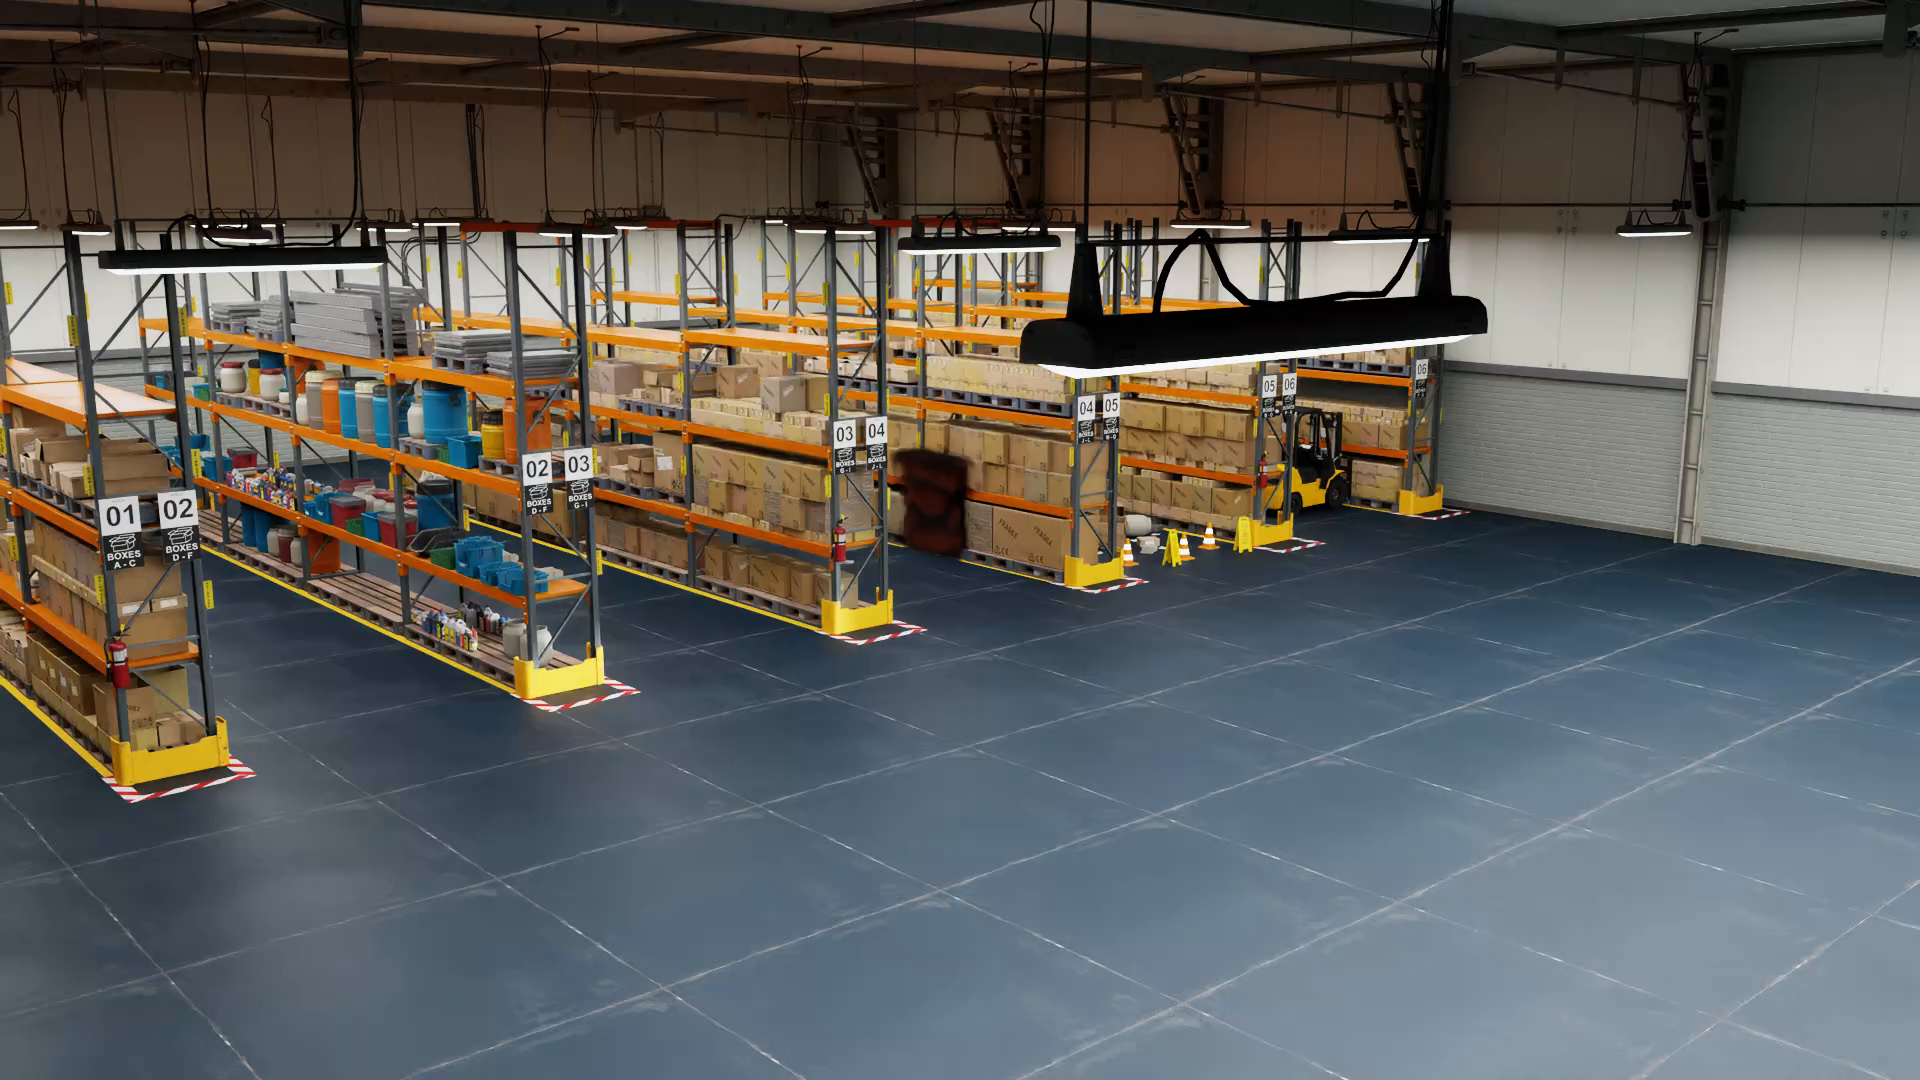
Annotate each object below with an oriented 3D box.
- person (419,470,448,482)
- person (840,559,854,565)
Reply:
[{"bbox_3d":[-10.140,-0.873,32.175,0.585,1.672,0.897,-9,14,-36],"label":"person"},{"bbox_3d":[-2.007,-0.464,28.291,0.547,1.826,0.606,-2,12,-8],"label":"person"}]
